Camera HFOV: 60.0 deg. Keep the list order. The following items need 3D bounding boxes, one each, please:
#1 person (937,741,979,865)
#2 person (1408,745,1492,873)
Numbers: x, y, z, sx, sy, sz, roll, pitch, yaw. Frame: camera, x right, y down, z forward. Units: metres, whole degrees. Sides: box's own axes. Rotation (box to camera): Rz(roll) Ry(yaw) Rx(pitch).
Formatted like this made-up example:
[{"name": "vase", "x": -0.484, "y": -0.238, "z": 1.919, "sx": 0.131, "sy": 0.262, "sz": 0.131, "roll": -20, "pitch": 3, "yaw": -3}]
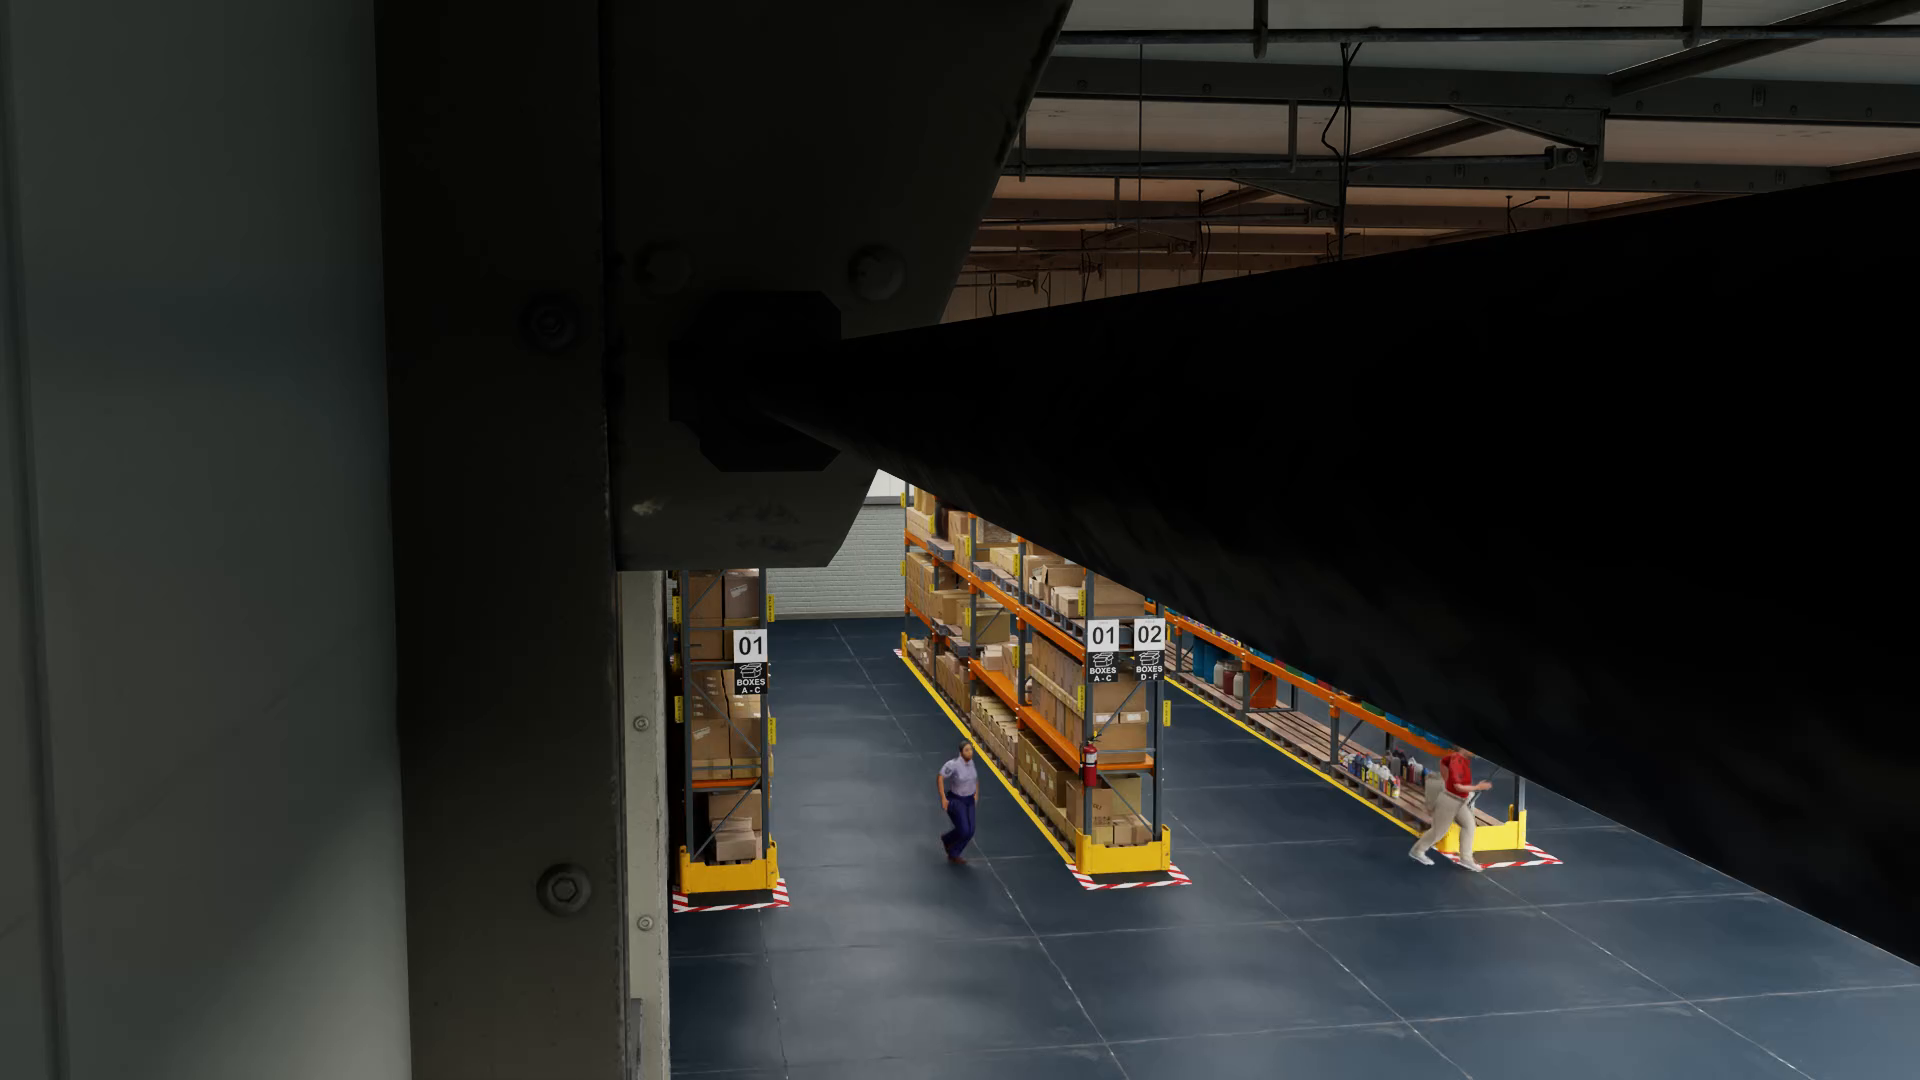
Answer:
[{"name": "person", "x": -0.006, "y": 3.352, "z": 21.213, "sx": 0.661, "sy": 1.604, "sz": 0.521, "roll": -6, "pitch": 8, "yaw": -43}, {"name": "person", "x": 6.165, "y": 3.329, "z": 20.890, "sx": 0.994, "sy": 1.728, "sz": 0.675, "roll": 3, "pitch": 7, "yaw": 26}]
